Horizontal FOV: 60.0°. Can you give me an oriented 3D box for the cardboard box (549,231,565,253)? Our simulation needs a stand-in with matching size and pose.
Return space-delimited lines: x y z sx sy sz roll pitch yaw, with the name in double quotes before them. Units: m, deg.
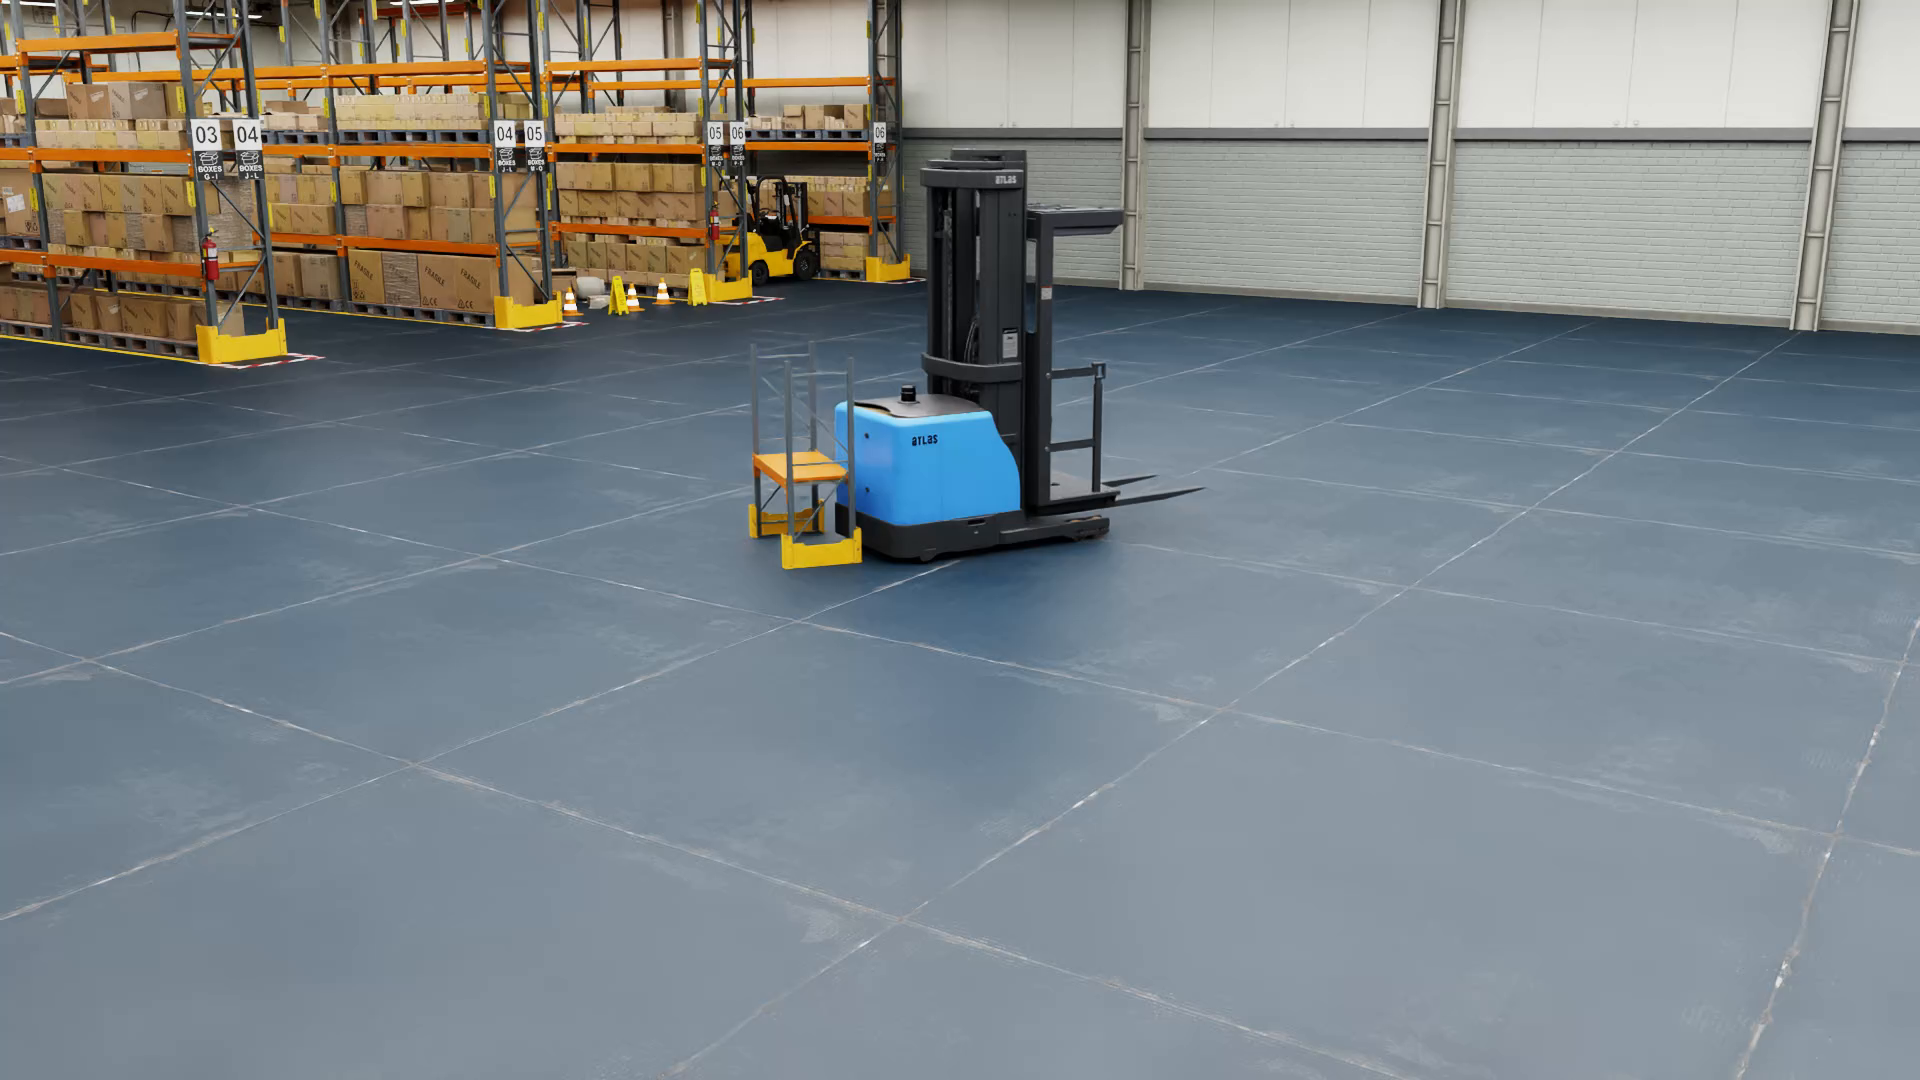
"cardboard box" -9.478 -7.139 39.748 0.500 0.500 0.500 10 17 35

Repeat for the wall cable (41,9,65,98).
"wall cable" -22.445 -11.697 41.349 0.029 3.000 0.463 9 17 33

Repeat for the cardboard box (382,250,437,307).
"cardboard box" -9.056 -4.423 27.994 0.875 0.875 0.875 9 17 33

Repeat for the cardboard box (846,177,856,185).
"cardboard box" -2.161 -7.464 34.554 0.250 0.149 0.380 9 17 33

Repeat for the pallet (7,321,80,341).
"pallet" -13.788 -3.244 25.487 1.213 0.211 1.003 9 17 33

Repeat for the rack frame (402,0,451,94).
"rack frame" -10.930 -9.918 34.160 0.127 3.000 1.000 9 17 33

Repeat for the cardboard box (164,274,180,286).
"cardboard box" -14.729 -5.102 31.519 0.500 0.500 0.500 10 17 35

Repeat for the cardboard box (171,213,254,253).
"cardboard box" -10.263 -4.229 22.837 0.500 0.500 0.875 9 17 33

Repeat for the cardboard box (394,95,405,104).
"cardboard box" -8.914 -7.122 26.888 0.250 0.149 0.380 9 17 33

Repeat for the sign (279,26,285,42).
"sign" -14.579 -10.877 35.762 0.005 0.325 0.100 9 17 33

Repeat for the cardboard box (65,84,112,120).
"cardboard box" -12.626 -6.375 24.225 0.500 0.500 0.500 9 16 31

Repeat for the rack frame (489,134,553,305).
"rack frame" -6.970 -4.932 26.505 0.127 3.000 1.000 9 17 33

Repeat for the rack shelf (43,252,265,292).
"rack shelf" -11.482 -3.876 23.735 4.000 0.370 1.077 9 17 33

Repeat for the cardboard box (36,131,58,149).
"cardboard box" -12.911 -5.765 23.939 0.500 0.250 0.500 8 16 31

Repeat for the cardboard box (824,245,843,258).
"cardboard box" -2.513 -6.107 35.059 0.500 0.250 0.500 9 17 32

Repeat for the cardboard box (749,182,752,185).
"cardboard box" -4.510 -7.693 36.100 0.250 0.149 0.380 10 17 34

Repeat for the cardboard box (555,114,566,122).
"cardboard box" -7.531 -8.083 31.854 0.250 0.149 0.380 9 16 32

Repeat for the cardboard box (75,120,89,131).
"cardboard box" -12.171 -5.825 23.351 0.250 0.149 0.380 9 16 32

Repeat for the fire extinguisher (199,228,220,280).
"fire extinguisher" -9.984 -3.812 22.141 0.183 0.674 0.296 9 17 33

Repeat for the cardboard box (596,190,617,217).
"cardboard box" -6.562 -6.415 31.667 0.500 0.500 0.500 9 17 32

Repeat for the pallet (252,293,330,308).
"pallet" -11.988 -4.367 30.025 1.213 0.211 1.003 9 17 33

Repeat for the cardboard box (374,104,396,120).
"cardboard box" -9.201 -6.992 27.196 0.500 0.250 0.500 9 16 32

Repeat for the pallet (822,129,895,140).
"pallet" -2.096 -8.436 34.601 1.213 0.211 1.003 9 17 33

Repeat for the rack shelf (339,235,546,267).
"rack shelf" -8.630 -4.851 27.675 4.000 0.370 1.077 9 17 33

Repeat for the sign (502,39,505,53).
"sign" -11.177 -12.086 40.646 0.005 0.325 0.100 9 17 33

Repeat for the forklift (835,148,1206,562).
"forklift" 0.561 -1.512 12.832 3.031 2.935 1.130 -9 16 -31

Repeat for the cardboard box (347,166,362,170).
"cardboard box" -12.759 -7.761 35.644 0.500 0.500 0.500 9 16 32

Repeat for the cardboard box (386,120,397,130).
"cardboard box" -9.119 -6.768 27.120 0.250 0.149 0.380 9 17 33

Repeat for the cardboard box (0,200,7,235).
"cardboard box" -14.631 -4.961 25.534 0.637 0.503 0.797 11 18 38

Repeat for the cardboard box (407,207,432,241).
"cardboard box" -8.629 -5.278 27.590 0.500 0.550 0.875 9 17 33

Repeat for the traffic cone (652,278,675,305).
"traffic cone" -5.368 -4.502 30.046 0.334 0.463 0.336 9 17 33

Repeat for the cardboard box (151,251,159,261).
"cardboard box" -11.000 -3.967 23.130 0.250 0.149 0.380 9 17 33

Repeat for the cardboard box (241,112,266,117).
"cardboard box" -12.289 -7.393 29.308 0.500 0.311 0.500 9 16 32

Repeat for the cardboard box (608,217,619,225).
"cardboard box" -6.472 -6.068 31.614 0.250 0.149 0.380 9 17 33

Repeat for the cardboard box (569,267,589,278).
"cardboard box" -7.272 -5.205 32.457 0.500 0.250 0.500 8 16 30

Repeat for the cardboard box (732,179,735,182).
"cardboard box" -4.744 -7.865 36.177 0.250 0.149 0.380 10 17 34

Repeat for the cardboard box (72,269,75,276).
"cardboard box" -17.612 -5.398 33.444 0.250 0.149 0.380 10 17 34

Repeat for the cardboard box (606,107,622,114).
"cardboard box" -7.697 -9.607 37.857 0.500 0.500 0.500 9 17 33

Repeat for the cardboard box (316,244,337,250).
"cardboard box" -13.690 -6.647 36.981 0.875 0.875 0.875 10 17 35

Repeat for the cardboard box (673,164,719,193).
"cardboard box" -4.837 -6.636 30.480 0.500 0.500 0.700 9 16 31

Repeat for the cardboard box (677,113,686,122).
"cardboard box" -4.929 -7.683 30.237 0.250 0.149 0.380 10 17 34

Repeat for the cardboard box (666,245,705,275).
"cardboard box" -5.102 -5.221 30.961 0.500 0.500 0.500 9 17 33

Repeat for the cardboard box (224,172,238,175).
"cardboard box" -13.241 -6.477 30.456 0.500 0.500 0.700 9 17 33

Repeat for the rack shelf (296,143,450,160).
"rack shelf" -12.589 -8.381 35.690 4.000 0.370 1.077 9 17 33

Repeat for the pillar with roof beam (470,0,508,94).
"pillar with roof beam" -13.959 -10.859 37.963 0.548 9.000 9.100 9 17 33

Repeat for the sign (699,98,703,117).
"sign" -4.618 -7.711 29.644 0.005 0.325 0.100 9 17 33

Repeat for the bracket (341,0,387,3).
"bracket" -14.237 -13.795 42.332 4.783 0.066 0.076 9 17 33

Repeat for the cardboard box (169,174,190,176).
"cardboard box" -10.953 -4.898 23.461 0.500 0.500 0.500 9 17 33

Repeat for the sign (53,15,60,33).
"sign" -17.246 -9.840 31.736 0.005 0.325 0.100 9 17 33

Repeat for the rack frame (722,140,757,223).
"rack frame" -4.843 -7.459 36.714 0.127 3.000 1.000 9 17 33

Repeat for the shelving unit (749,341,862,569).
"shelving unit" -1.178 -0.661 12.373 0.587 1.500 1.083 -5 15 -20

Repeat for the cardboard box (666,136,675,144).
"cardboard box" -5.170 -7.328 30.464 0.250 0.149 0.380 10 17 34

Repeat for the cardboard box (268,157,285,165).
"cardboard box" -15.262 -8.491 37.244 0.250 0.149 0.380 9 17 32
